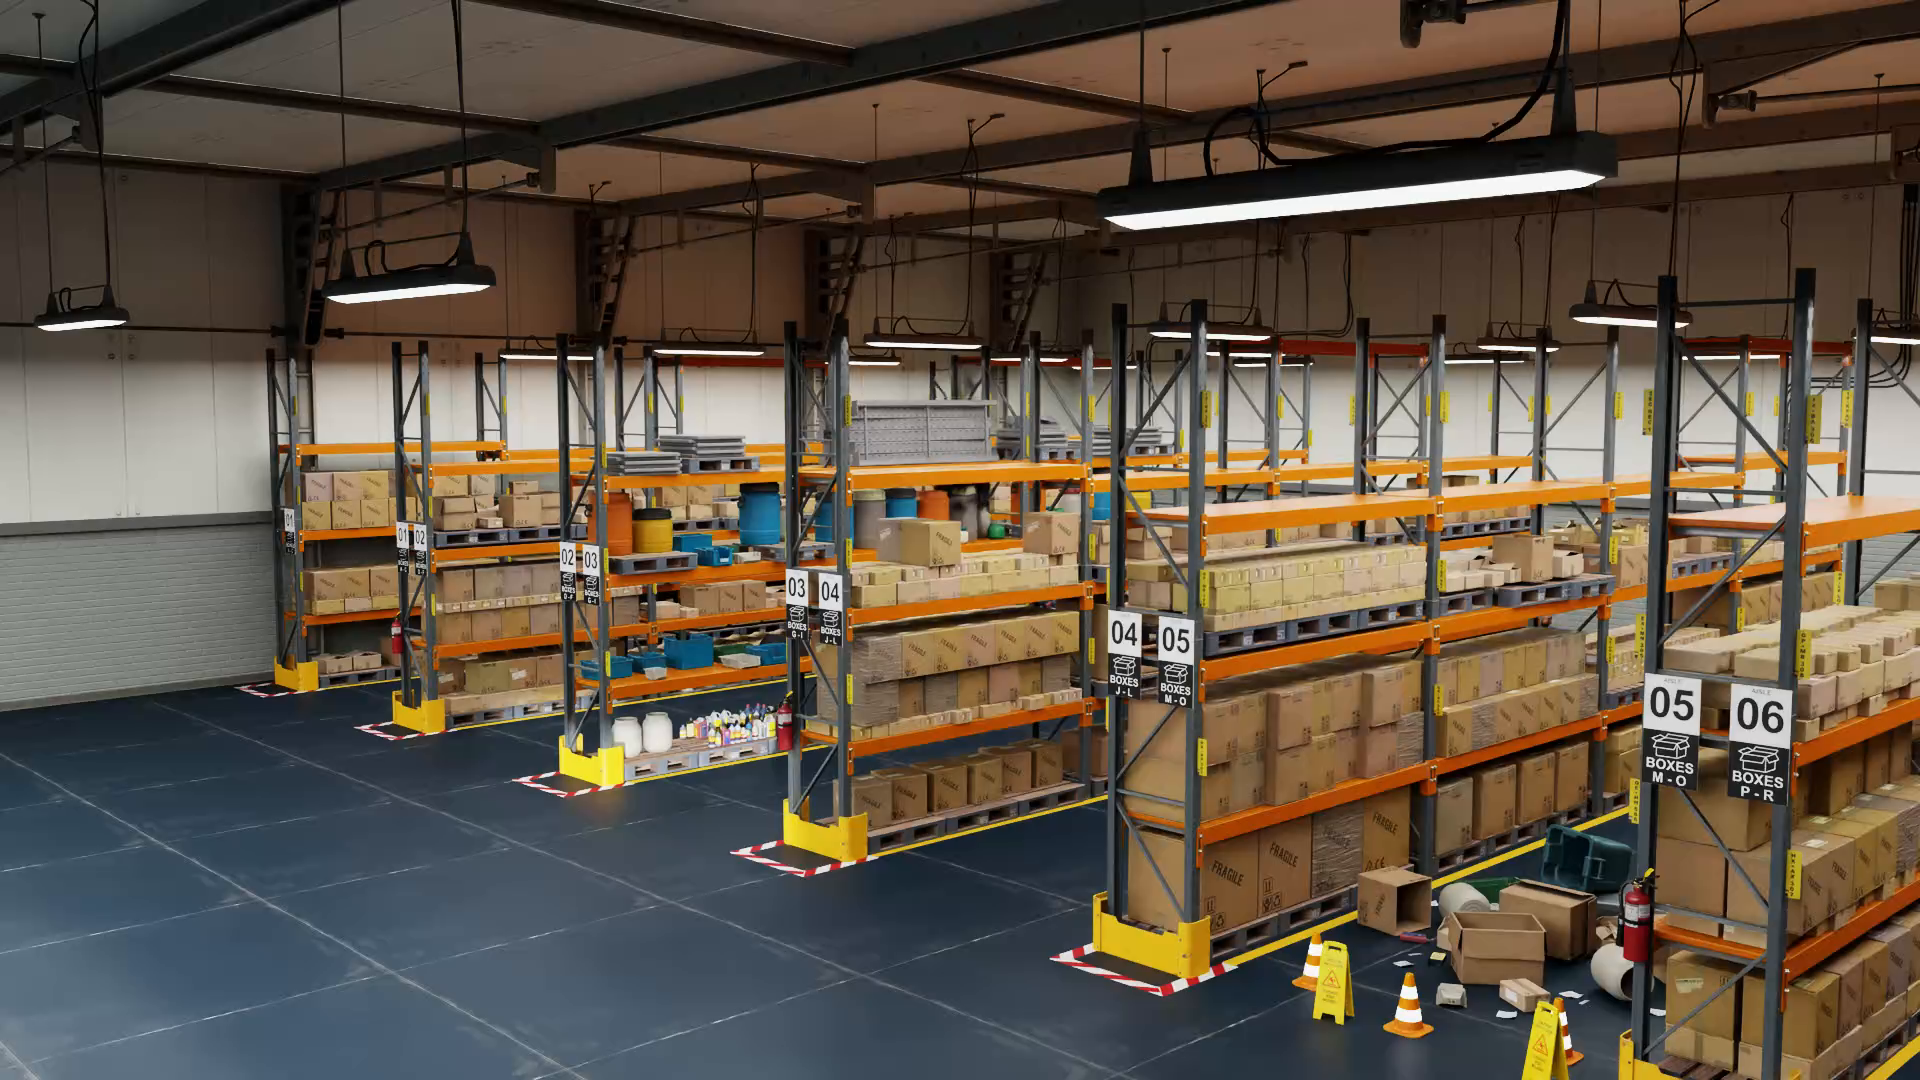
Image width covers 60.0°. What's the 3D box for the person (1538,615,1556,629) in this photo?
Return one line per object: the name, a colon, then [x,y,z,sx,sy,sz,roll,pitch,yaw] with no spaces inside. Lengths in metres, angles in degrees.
person: [9.564,2.007,27.179,0.550,1.670,0.677,5,7,42]
